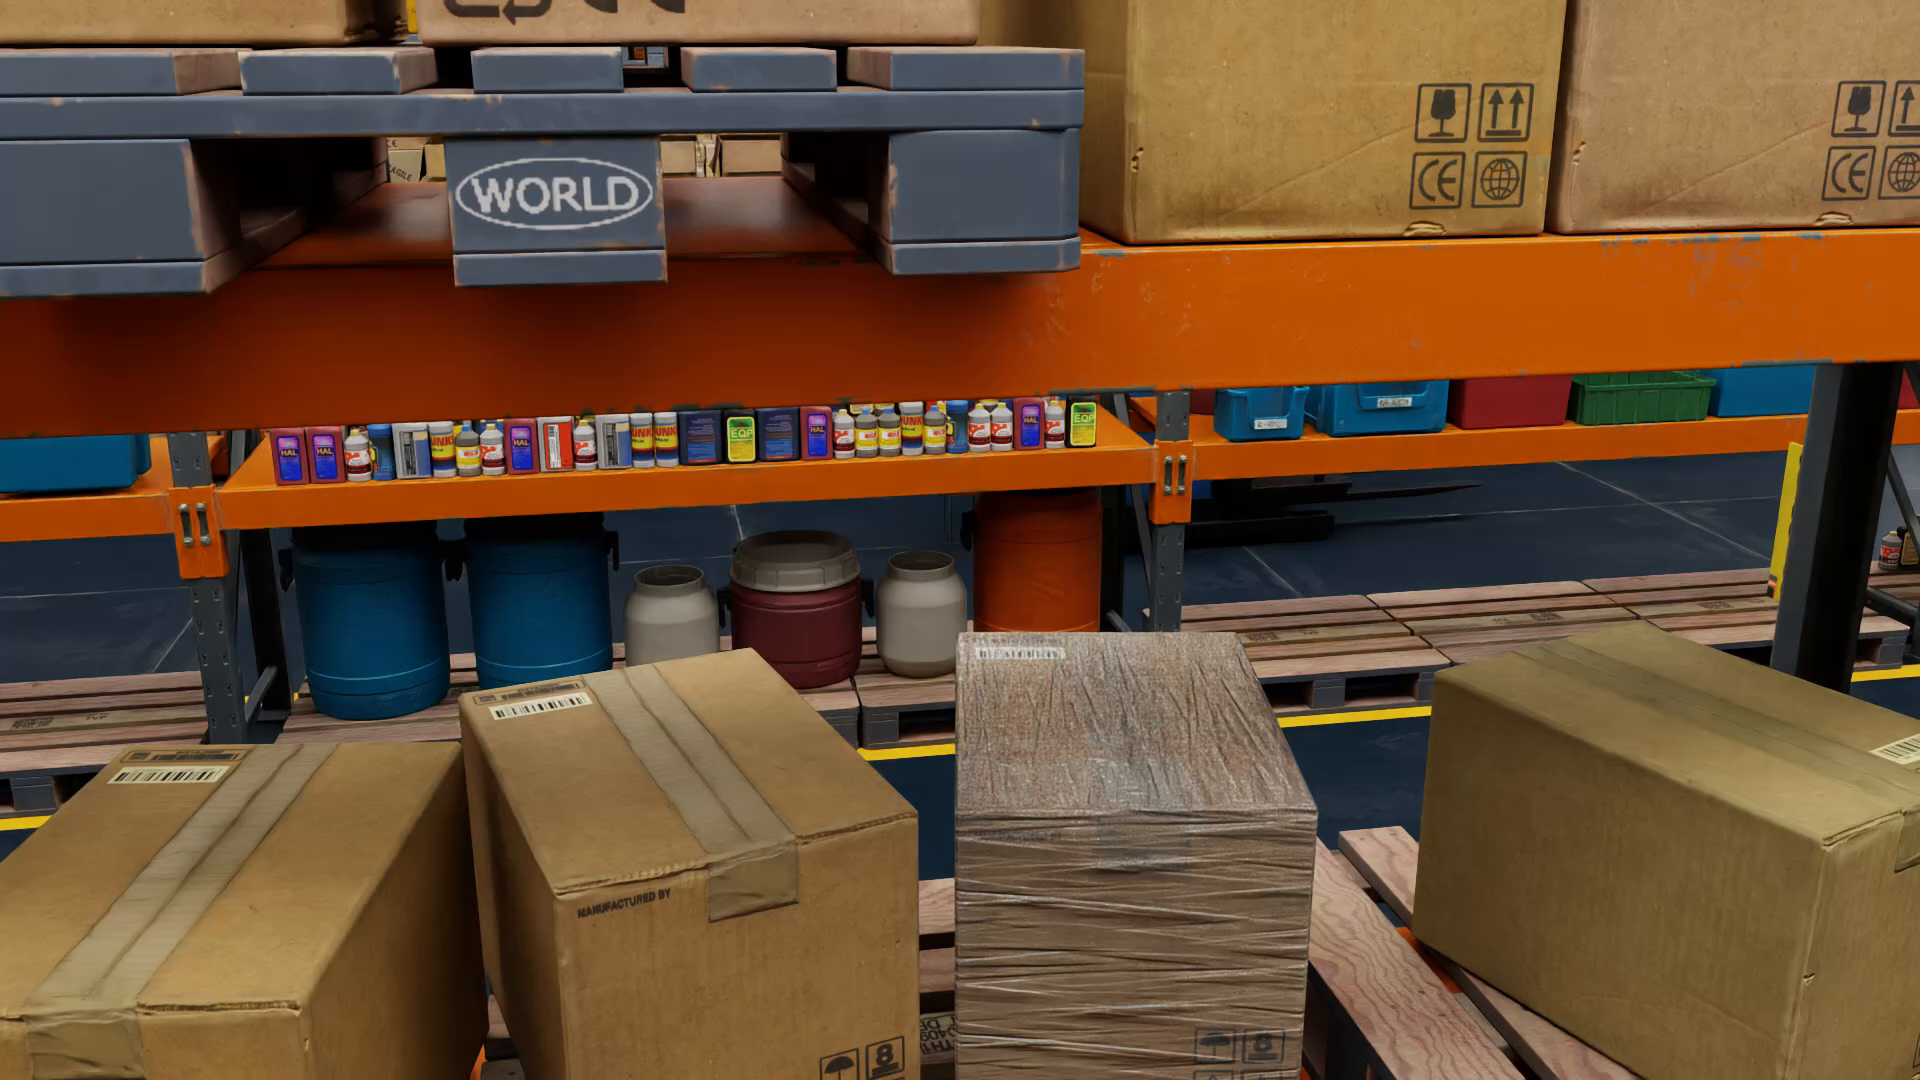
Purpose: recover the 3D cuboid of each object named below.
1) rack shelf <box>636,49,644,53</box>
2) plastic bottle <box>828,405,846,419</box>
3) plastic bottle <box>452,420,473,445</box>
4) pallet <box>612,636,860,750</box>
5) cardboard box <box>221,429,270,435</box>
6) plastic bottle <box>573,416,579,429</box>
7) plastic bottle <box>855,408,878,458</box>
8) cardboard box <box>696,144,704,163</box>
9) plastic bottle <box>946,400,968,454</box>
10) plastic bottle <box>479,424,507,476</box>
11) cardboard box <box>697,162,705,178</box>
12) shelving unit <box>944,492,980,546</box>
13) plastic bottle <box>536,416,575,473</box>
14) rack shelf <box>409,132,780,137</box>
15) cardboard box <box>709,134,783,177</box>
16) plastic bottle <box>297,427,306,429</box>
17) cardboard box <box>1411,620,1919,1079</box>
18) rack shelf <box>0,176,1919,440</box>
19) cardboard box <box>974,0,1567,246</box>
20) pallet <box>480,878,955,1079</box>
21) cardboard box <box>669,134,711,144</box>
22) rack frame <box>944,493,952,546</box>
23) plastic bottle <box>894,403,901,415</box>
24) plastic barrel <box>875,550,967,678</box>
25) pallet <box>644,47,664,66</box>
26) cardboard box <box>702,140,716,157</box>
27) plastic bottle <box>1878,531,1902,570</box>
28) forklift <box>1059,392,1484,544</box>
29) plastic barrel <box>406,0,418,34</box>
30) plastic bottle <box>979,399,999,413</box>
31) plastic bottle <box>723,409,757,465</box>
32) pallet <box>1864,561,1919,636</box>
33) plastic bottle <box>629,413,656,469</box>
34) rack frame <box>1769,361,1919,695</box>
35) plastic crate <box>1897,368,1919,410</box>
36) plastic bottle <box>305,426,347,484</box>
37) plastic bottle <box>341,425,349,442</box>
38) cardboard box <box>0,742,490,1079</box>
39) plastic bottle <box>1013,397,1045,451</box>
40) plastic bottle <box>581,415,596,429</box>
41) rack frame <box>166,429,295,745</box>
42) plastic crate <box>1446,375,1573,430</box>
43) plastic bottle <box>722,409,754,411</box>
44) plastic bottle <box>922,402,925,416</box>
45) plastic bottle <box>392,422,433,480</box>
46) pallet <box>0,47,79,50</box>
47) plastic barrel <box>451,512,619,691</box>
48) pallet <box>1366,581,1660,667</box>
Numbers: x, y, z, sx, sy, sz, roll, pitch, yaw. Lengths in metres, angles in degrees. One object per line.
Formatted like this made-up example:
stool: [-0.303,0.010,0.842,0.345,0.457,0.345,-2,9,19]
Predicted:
rack shelf: [-3.946,-6.004,20.867,4.000,0.370,1.077,-3,17,-10]
plastic bottle: [-0.579,-0.704,7.713,0.097,0.271,0.097,0,17,0]
plastic bottle: [-2.222,-0.598,7.235,0.185,0.351,0.144,-3,17,-10]
pallet: [-1.124,0.715,7.624,1.213,0.211,1.003,-3,17,-10]
cardboard box: [-4.693,-1.117,11.744,0.875,0.875,0.875,-3,17,-10]
plastic bottle: [-1.736,-0.593,7.352,0.097,0.271,0.097,0,17,0]
plastic bottle: [-0.395,-0.454,7.019,0.097,0.201,0.097,0,17,0]
cardboard box: [-2.608,-3.738,16.074,0.250,0.149,0.380,-2,17,-8]
plastic bottle: [-0.013,-0.509,7.079,0.097,0.271,0.097,0,17,0]
plastic bottle: [-1.894,-0.369,6.742,0.097,0.201,0.097,0,17,0]
cardboard box: [-2.609,-3.596,16.116,0.250,0.149,0.380,-3,17,-9]
shelving unit: [0.014,-0.574,10.138,0.189,1.200,0.258,-3,17,-10]
plastic bottle: [-1.654,-0.426,6.802,0.135,0.276,0.152,-3,17,-10]
rack shelf: [-1.126,-1.719,6.917,4.000,0.370,1.077,-3,17,-10]
cardboard box: [-1.463,-2.624,11.869,0.637,0.503,0.797,-3,17,-9]
plastic bottle: [-2.643,-0.423,6.664,0.185,0.351,0.144,-3,17,-10]
cardboard box: [1.177,0.506,2.669,0.500,0.500,0.700,-10,20,-29]
rack shelf: [-0.190,-0.291,2.268,4.000,0.370,1.077,-3,17,-10]
cardboard box: [0.340,-0.703,2.213,0.500,0.500,0.910,-3,17,-10]
pallet: [-0.135,0.889,2.636,1.213,0.211,1.003,-3,17,-10]
cardboard box: [-3.411,-5.029,20.979,0.500,0.250,0.500,-4,17,-12]
rack frame: [-0.076,-0.569,10.122,0.006,1.200,0.240,-3,17,-10]
plastic bottle: [-0.243,-0.734,7.792,0.133,0.283,0.061,-3,17,-10]
plastic barrel: [-0.177,0.337,7.628,0.421,0.512,0.421,0,17,0]
pallet: [-1.226,-1.997,6.919,1.213,0.211,1.003,-3,17,-10]
cardboard box: [-2.465,-3.941,16.733,0.250,0.149,0.380,-2,17,-8]
plastic bottle: [5.062,0.054,9.045,0.097,0.201,0.097,0,17,0]
forklift: [1.838,-1.539,10.330,3.031,2.935,1.130,-4,18,-13]
plastic barrel: [-2.232,-2.352,6.716,0.600,0.588,0.600,0,17,0]
plastic bottle: [0.137,-0.711,7.856,0.097,0.201,0.097,0,17,0]
plastic bottle: [-0.913,-0.458,6.893,0.133,0.283,0.061,-3,17,-10]
pallet: [5.432,0.344,8.832,1.213,0.211,1.003,-3,17,-10]
plastic bottle: [-1.307,-0.436,6.840,0.097,0.271,0.097,0,17,0]
rack frame: [1.774,0.687,2.965,0.127,3.000,1.000,-3,17,-10]
plastic crate: [4.348,-0.879,7.956,0.583,0.464,0.402,-3,17,-10]
plastic bottle: [-2.518,-0.367,6.597,0.133,0.283,0.061,-3,17,-10]
plastic bottle: [-2.764,-0.574,7.283,0.135,0.276,0.152,-3,17,-10]
cardboard box: [-0.983,0.643,2.224,0.500,0.500,0.700,-1,17,-2]
plastic bottle: [0.295,-0.527,7.116,0.133,0.283,0.061,-3,17,-10]
plastic bottle: [-1.670,-0.608,7.522,0.097,0.201,0.097,0,17,0]
rack frame: [-3.090,-0.518,6.890,0.127,3.000,1.000,-3,17,-10]
plastic crate: [2.482,-0.773,7.611,0.583,0.464,0.402,-3,17,-10]
plastic bottle: [-0.925,-0.476,6.950,0.133,0.283,0.061,-3,17,-10]
plastic bottle: [-0.210,-0.707,7.722,0.097,0.271,0.097,0,17,0]
plastic bottle: [-2.204,-0.395,6.700,0.135,0.276,0.152,-3,17,-10]
pallet: [-1.500,-0.450,1.879,1.003,0.211,1.213,-3,17,-10]
plastic barrel: [-1.857,0.219,7.347,0.708,0.901,0.600,-3,17,-10]
pallet: [2.801,0.493,8.346,1.213,0.211,1.003,-3,17,-10]
